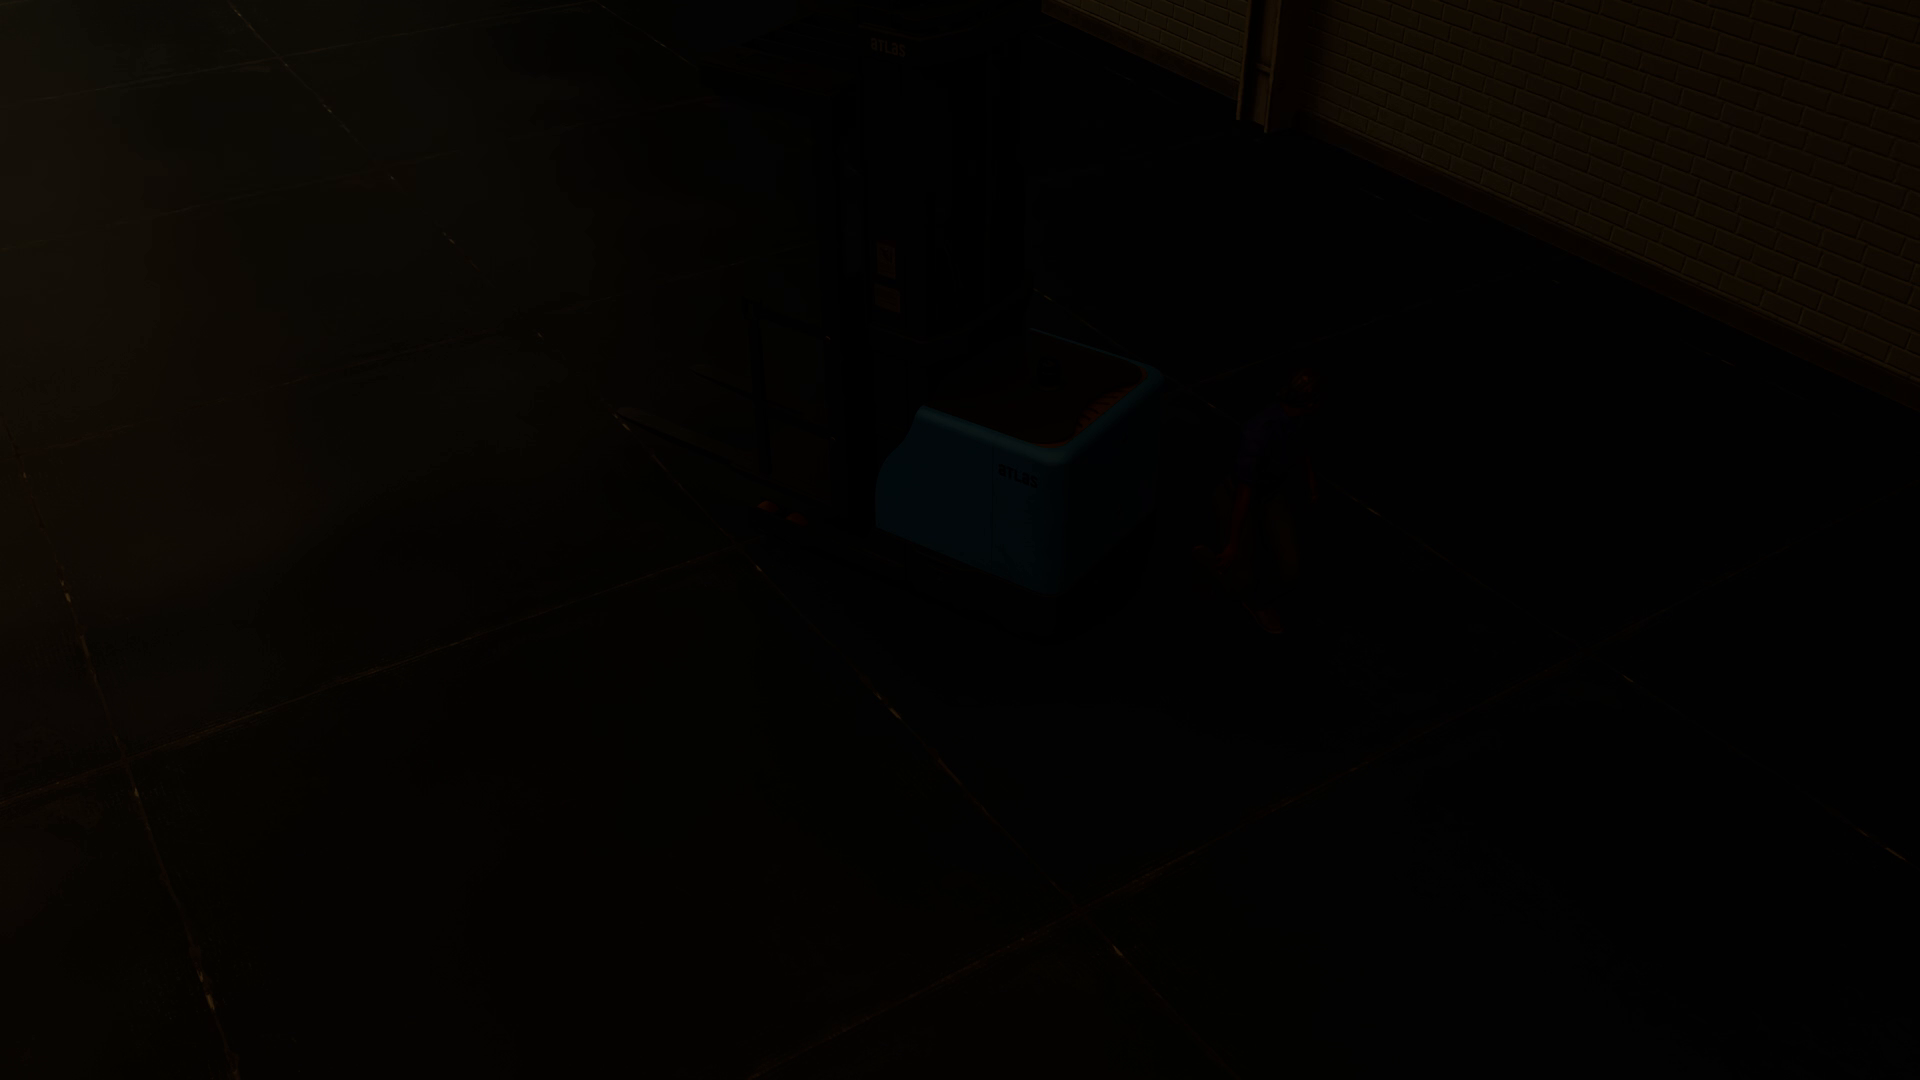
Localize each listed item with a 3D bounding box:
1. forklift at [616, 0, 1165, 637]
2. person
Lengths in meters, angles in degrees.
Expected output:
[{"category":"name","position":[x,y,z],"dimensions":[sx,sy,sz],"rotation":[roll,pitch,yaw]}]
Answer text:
[{"category":"forklift","position":[-0.500,-1.399,8.138],"dimensions":[3.031,2.935,1.130],"rotation":[22,41,28]},{"category":"person","position":[1.373,-0.206,7.754],"dimensions":[0.746,1.449,0.620],"rotation":[-22,41,-28]}]
